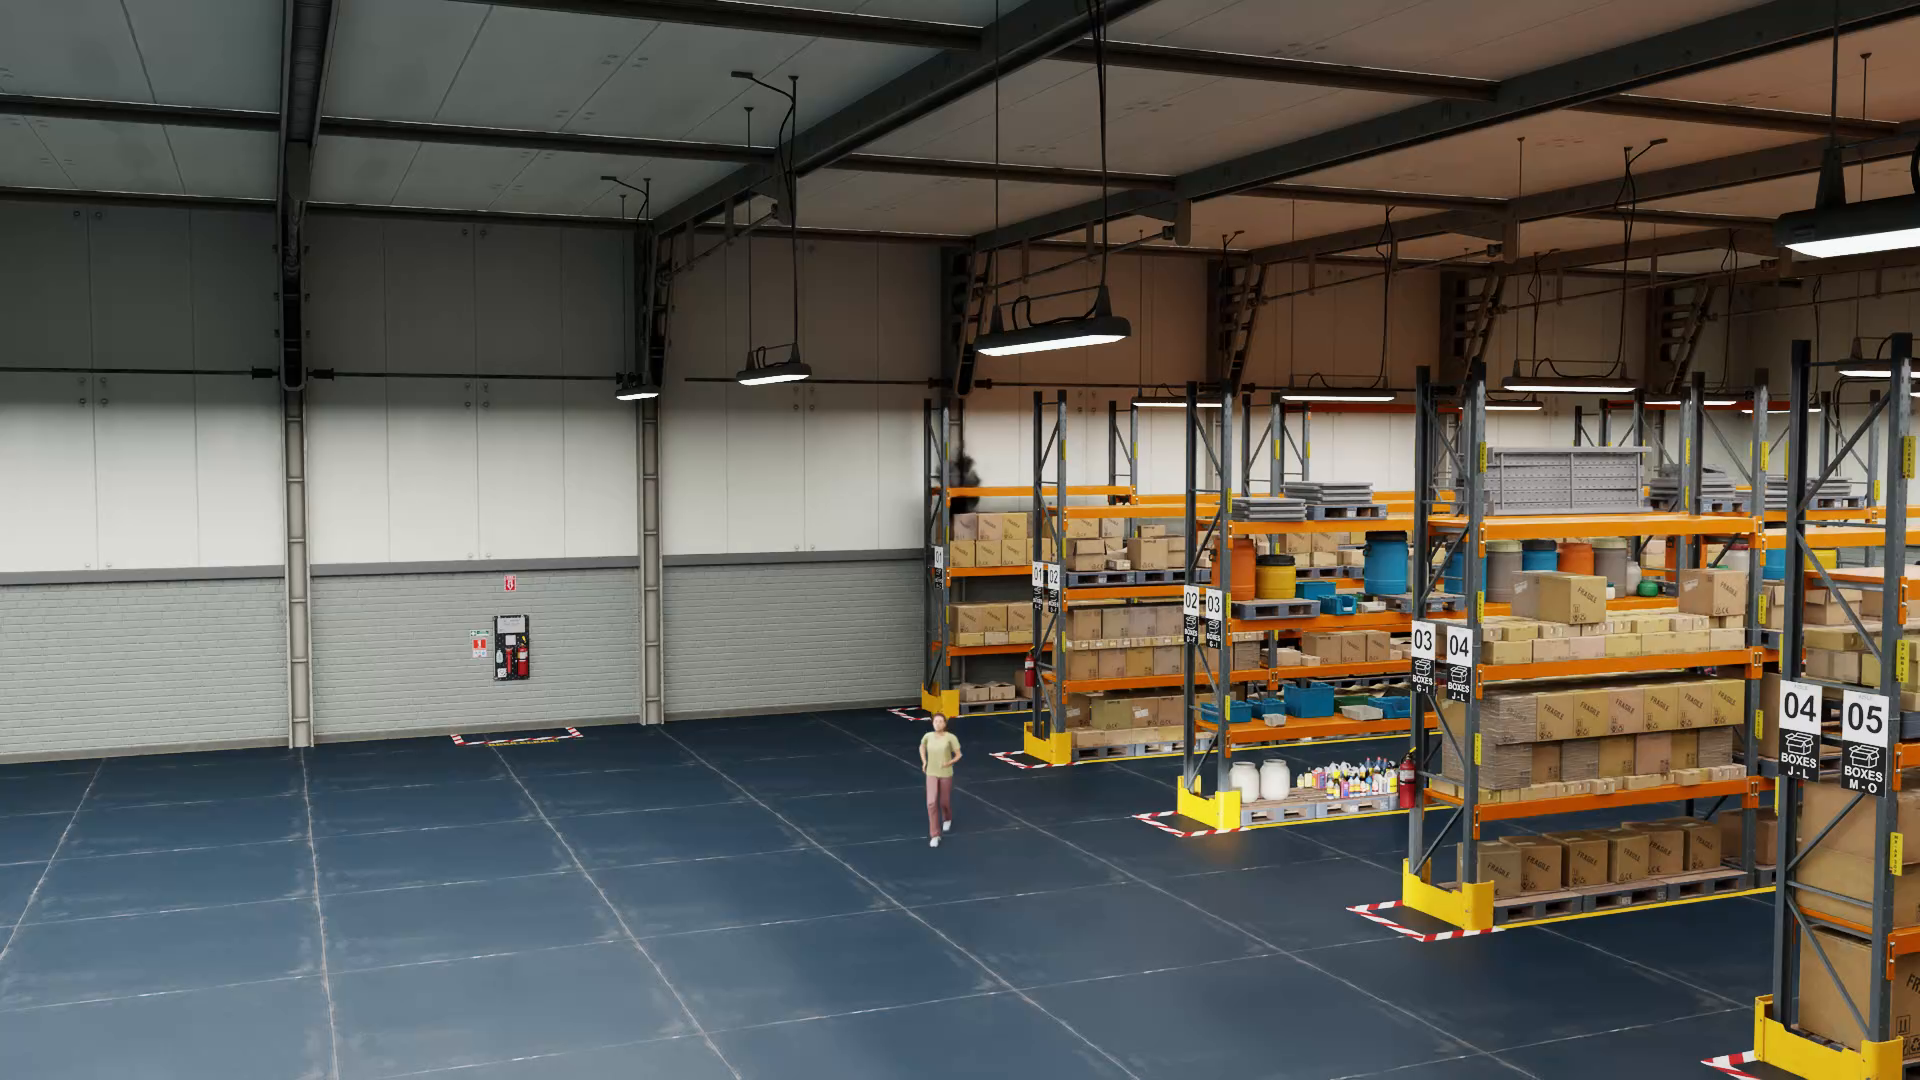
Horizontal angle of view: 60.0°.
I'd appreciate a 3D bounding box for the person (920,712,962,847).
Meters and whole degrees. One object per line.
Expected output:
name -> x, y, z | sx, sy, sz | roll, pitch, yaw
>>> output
person -> -0.259, 3.057, 21.515 | 0.586, 1.671, 0.876 | 1, 3, 9
